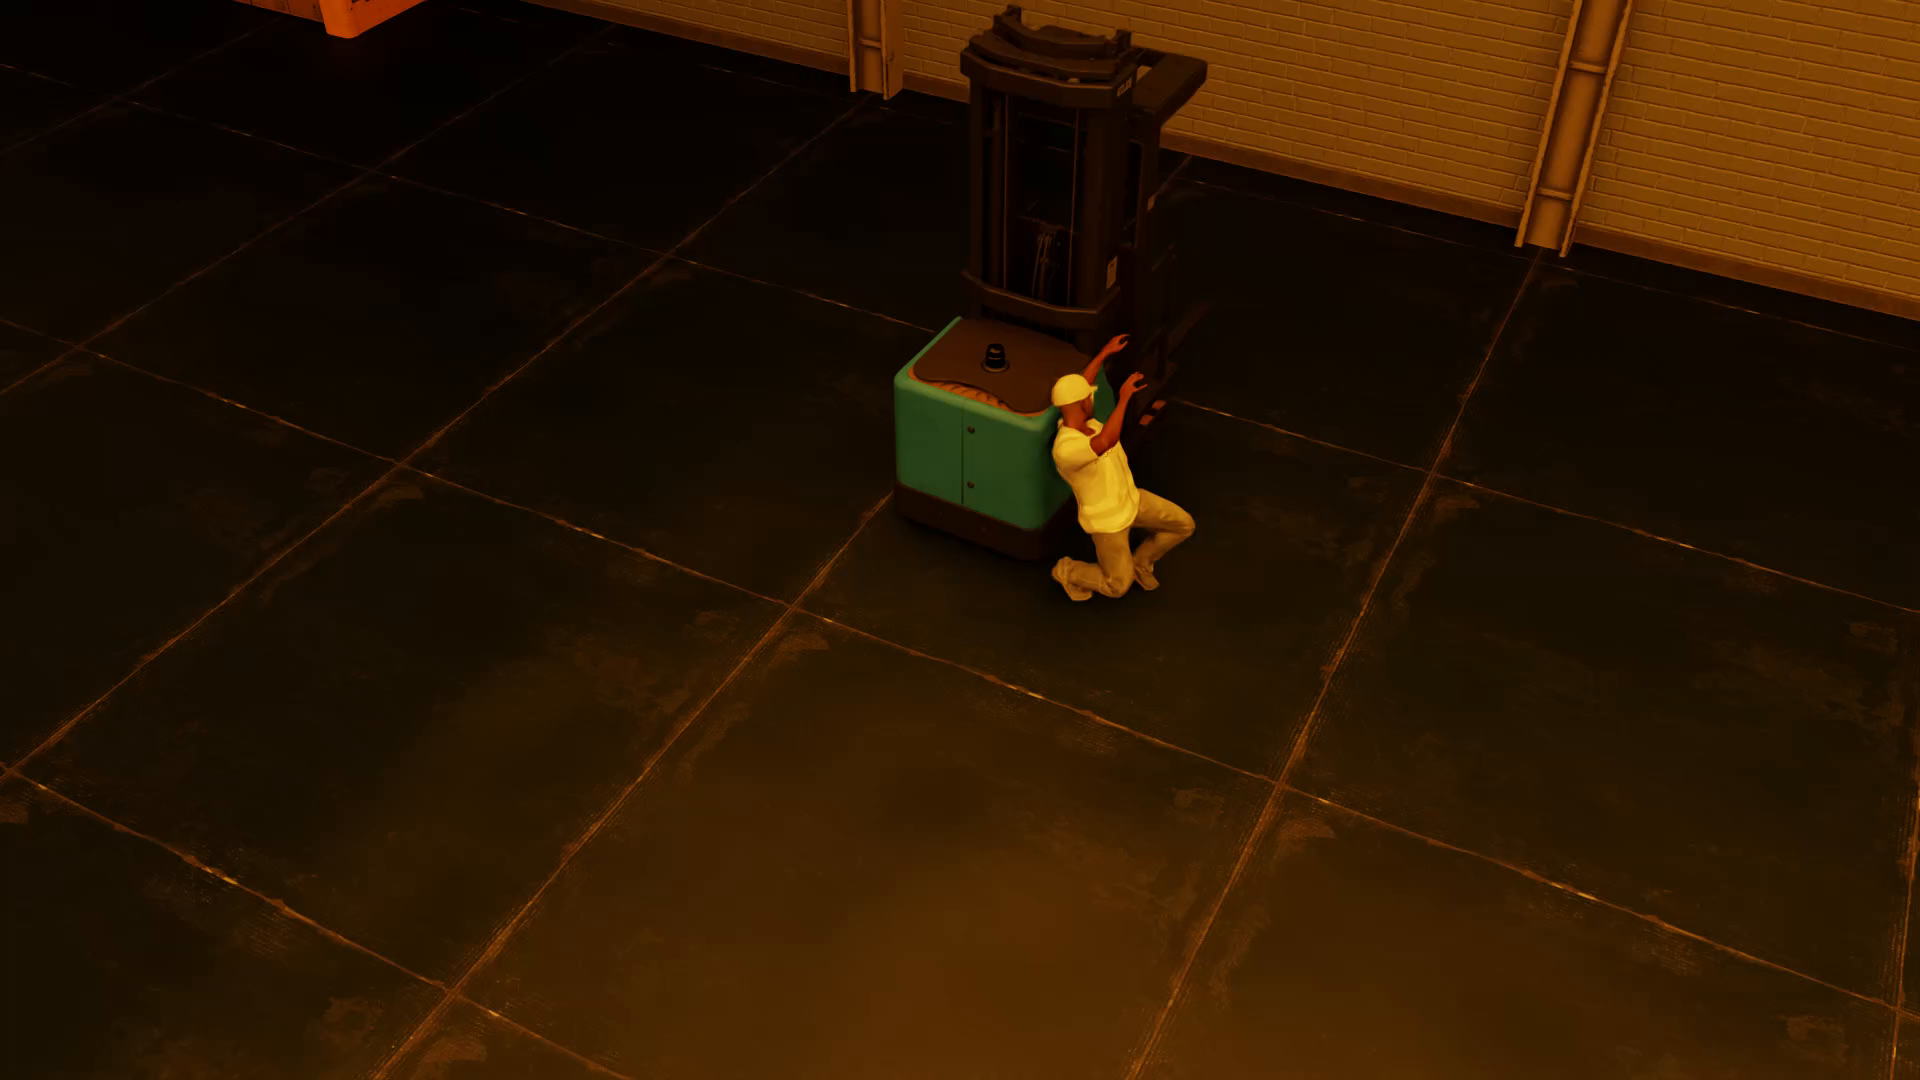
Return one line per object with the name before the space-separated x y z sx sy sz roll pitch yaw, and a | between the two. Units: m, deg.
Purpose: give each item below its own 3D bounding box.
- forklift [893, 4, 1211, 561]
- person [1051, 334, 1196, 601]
forklift | 0.762 -1.926 10.274 1.130 2.935 3.031 20 44 22
person | 0.977 -0.410 9.518 0.842 1.635 1.154 15 42 17
